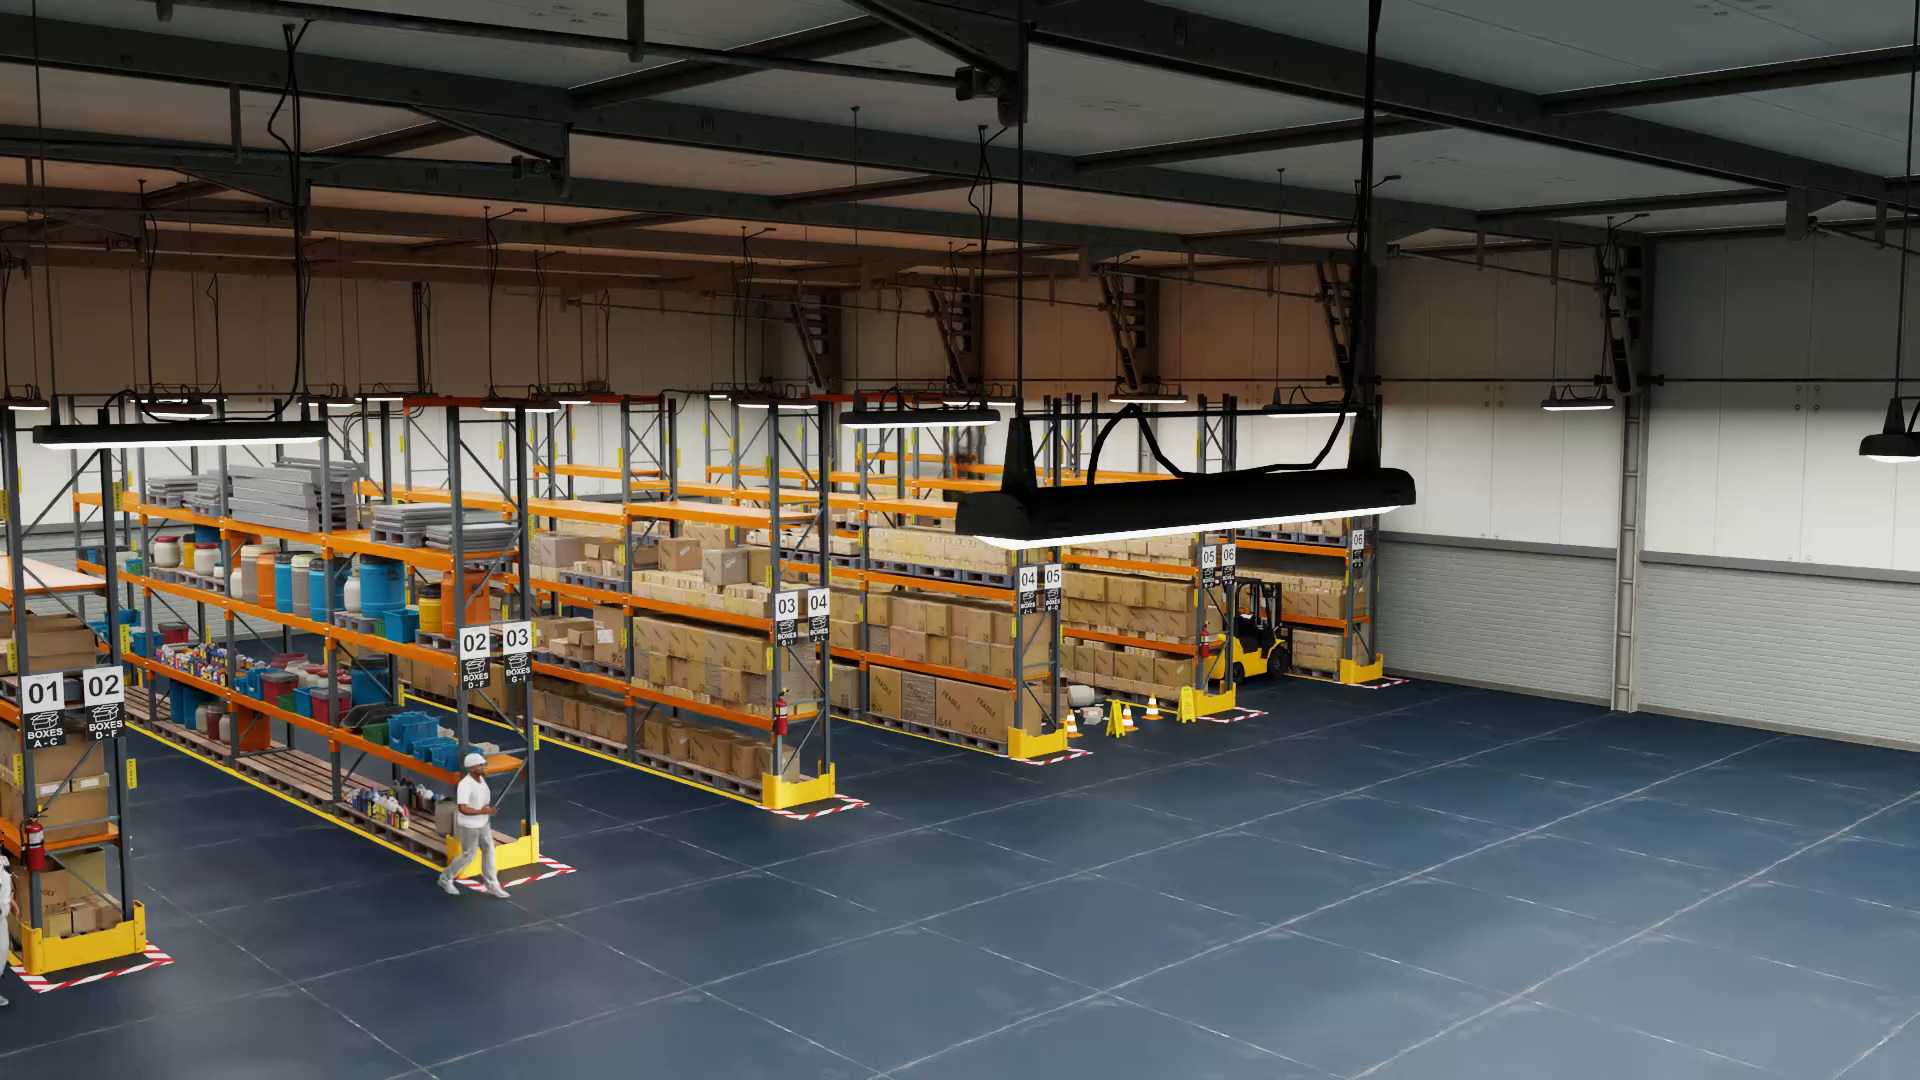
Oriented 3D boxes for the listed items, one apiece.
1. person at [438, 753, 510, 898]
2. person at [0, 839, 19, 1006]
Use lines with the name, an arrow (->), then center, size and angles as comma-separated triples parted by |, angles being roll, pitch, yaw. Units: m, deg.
person -> -5.944, 3.488, 20.279 | 0.856, 1.802, 0.725 | 1, 6, 7
person -> -9.953, 3.824, 16.997 | 0.722, 1.739, 0.715 | 1, 6, 14
